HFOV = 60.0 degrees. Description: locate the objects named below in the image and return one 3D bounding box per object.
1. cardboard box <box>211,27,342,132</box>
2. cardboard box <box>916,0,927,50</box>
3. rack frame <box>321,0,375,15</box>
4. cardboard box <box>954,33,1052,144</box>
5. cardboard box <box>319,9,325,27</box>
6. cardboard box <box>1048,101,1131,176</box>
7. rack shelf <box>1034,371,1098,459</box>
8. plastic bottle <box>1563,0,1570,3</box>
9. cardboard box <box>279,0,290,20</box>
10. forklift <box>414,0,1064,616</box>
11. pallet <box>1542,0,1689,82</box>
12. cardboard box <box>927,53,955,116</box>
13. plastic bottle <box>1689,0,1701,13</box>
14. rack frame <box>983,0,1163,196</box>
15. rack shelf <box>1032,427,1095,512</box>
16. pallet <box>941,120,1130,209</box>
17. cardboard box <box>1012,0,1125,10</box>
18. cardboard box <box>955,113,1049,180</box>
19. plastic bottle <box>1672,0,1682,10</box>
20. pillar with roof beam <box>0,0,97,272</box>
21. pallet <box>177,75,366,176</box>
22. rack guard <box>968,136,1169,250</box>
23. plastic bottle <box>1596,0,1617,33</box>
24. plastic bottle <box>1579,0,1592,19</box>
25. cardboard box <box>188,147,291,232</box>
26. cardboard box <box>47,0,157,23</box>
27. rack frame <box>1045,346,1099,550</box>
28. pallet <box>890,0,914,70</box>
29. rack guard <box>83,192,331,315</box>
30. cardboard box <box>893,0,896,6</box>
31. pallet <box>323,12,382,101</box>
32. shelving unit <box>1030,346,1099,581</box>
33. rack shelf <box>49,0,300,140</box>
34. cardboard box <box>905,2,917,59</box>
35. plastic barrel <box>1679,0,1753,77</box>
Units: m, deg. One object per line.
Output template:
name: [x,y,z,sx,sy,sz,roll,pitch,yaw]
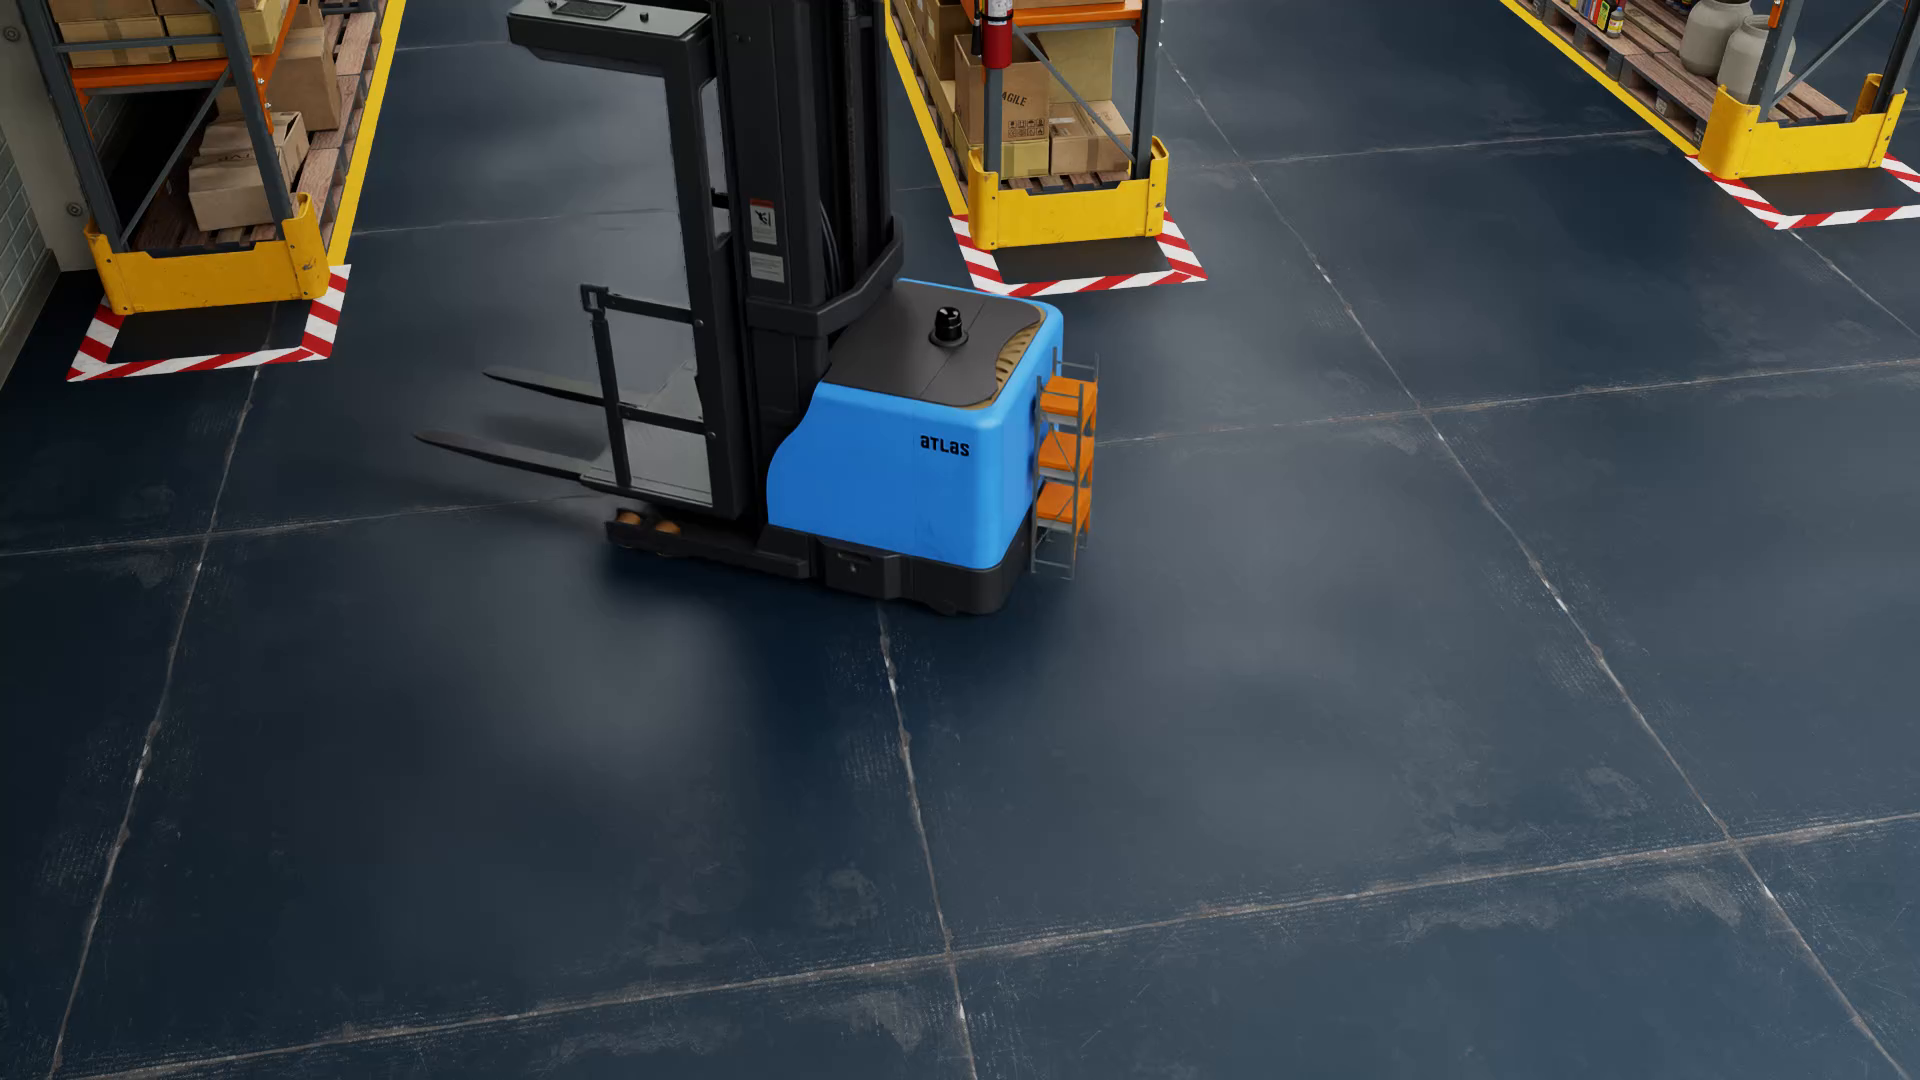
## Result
cardboard box: [-4.447,-2.975,10.813,0.700,0.500,0.500,-9,39,-11]
cardboard box: [-0.022,-3.675,11.323,0.500,0.500,0.500,-6,38,-8]
rack frame: [-4.936,-4.984,11.720,1.000,3.000,0.127,-6,38,-8]
cardboard box: [0.254,-2.771,10.159,0.500,0.500,0.500,-6,38,-8]
cardboard box: [-4.813,-3.718,12.042,0.380,0.166,0.250,-11,39,-14]
cardboard box: [0.766,-2.530,10.461,0.500,0.250,0.500,-6,38,-8]
rack shelf: [0.455,-0.537,7.140,0.215,0.259,0.240,12,39,14]
plastic bottle: [4.658,-4.274,12.607,0.144,0.351,0.185,-7,38,-8]
cardboard box: [-4.113,-3.157,9.475,0.500,0.250,0.500,-7,38,-9]
forklift: [-1.103,-1.370,7.125,3.031,2.935,1.130,12,39,15]
pallet: [5.111,-3.799,12.468,1.003,0.211,1.213,-6,38,-8]
cardboard box: [0.068,-3.077,11.165,0.500,0.250,0.500,-6,38,-8]
plastic bottle: [5.486,-4.001,12.311,0.061,0.283,0.133,-6,38,-7]
rack frame: [0.641,-3.103,9.299,1.000,3.000,0.127,-6,38,-8]
rack shelf: [0.455,-0.313,7.314,0.215,0.259,0.240,12,39,14]
pallet: [0.466,-2.459,10.743,1.003,0.211,1.213,-6,38,-8]
cardboard box: [0.572,-3.425,9.633,0.700,0.500,0.500,-6,38,-8]
cardboard box: [0.257,-2.475,10.389,0.500,0.250,0.500,-6,38,-8]
plastic bottle: [5.430,-4.125,12.481,0.097,0.271,0.097,0,38,0]
pillar with roof beam: [-0.971,-5.729,7.790,9.100,9.000,0.400,-6,38,-8]
pallet: [-4.566,-2.742,11.108,1.003,0.211,1.213,-6,38,-8]
rack guard: [0.646,-2.101,10.047,1.175,0.500,0.348,-6,38,-8]
plastic bottle: [4.727,-3.865,12.135,0.061,0.283,0.133,-5,38,-7]
plastic bottle: [4.724,-4.032,12.357,0.152,0.276,0.135,-7,38,-9]
cardboard box: [-4.268,-2.107,9.850,0.500,0.311,0.500,-10,39,-13]
cardboard box: [-4.527,-3.074,8.757,0.500,0.500,0.500,-7,38,-8]
rack frame: [0.493,-0.392,7.399,0.200,1.050,0.008,12,39,14]
pallet: [0.038,-3.933,12.640,1.003,0.211,1.213,-6,38,-8]
rack guard: [-4.248,-1.626,9.436,1.175,0.500,0.348,-6,38,-8]
cardboard box: [-0.277,-4.286,12.721,0.500,0.250,0.500,-6,38,-8]
pallet: [-4.784,-3.481,12.058,1.003,0.211,1.213,-6,38,-8]
shelving unit: [0.455,-0.321,7.307,0.215,1.050,0.252,12,39,14]
rack shelf: [-4.585,-3.491,10.386,1.077,0.370,4.000,-6,38,-8]
cardboard box: [-0.112,-3.681,11.942,0.500,0.250,0.500,-6,38,-8]
plastic barrel: [5.240,-3.509,11.507,0.421,0.512,0.421,0,38,0]
